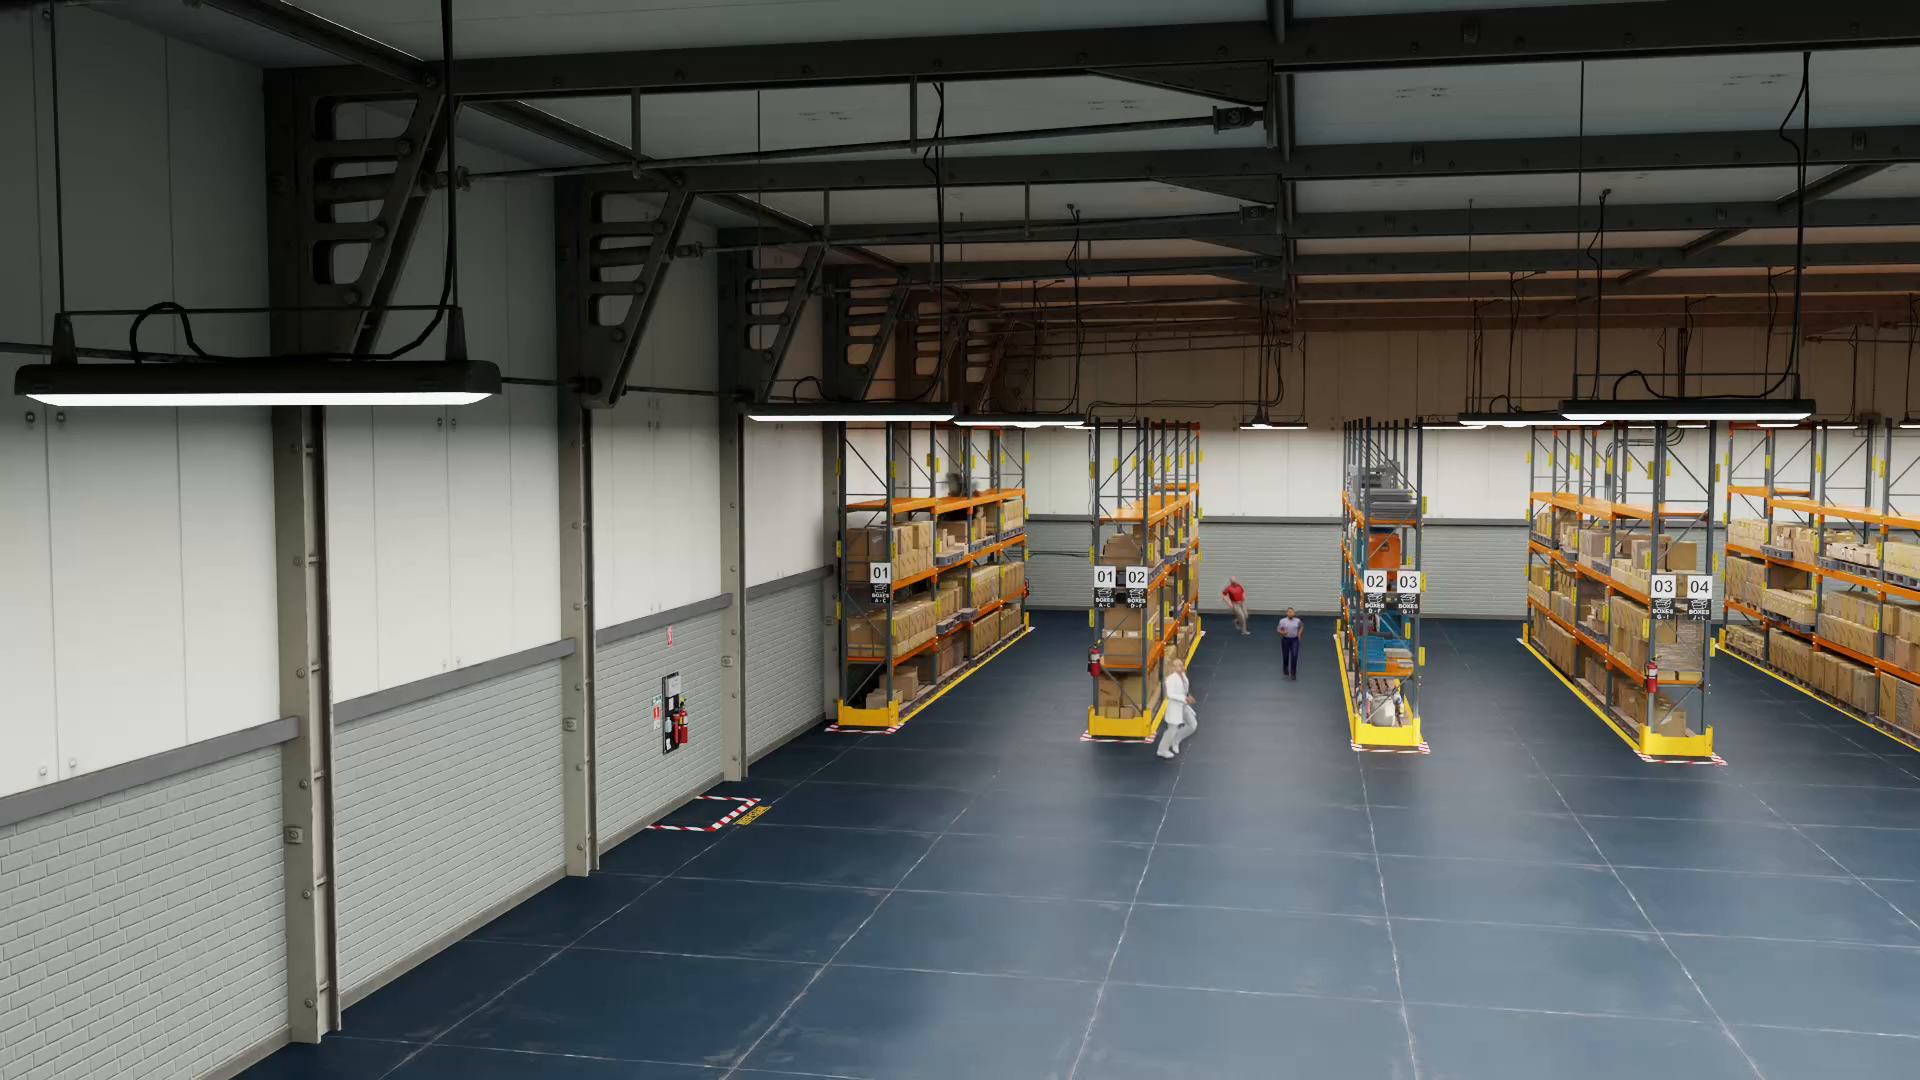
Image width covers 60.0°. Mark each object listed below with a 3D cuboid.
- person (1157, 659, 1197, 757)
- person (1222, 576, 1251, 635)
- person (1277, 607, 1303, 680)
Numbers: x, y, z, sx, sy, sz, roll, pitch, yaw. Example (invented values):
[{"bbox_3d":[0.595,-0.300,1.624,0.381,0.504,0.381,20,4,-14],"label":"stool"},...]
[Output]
[{"bbox_3d":[3.847,2.954,29.157,0.829,1.737,0.736,4,5,45],"label":"person"},{"bbox_3d":[7.823,1.849,46.980,0.732,1.641,0.714,-2,4,-32],"label":"person"},{"bbox_3d":[7.650,2.385,38.518,0.612,1.622,0.894,0,4,6],"label":"person"}]
